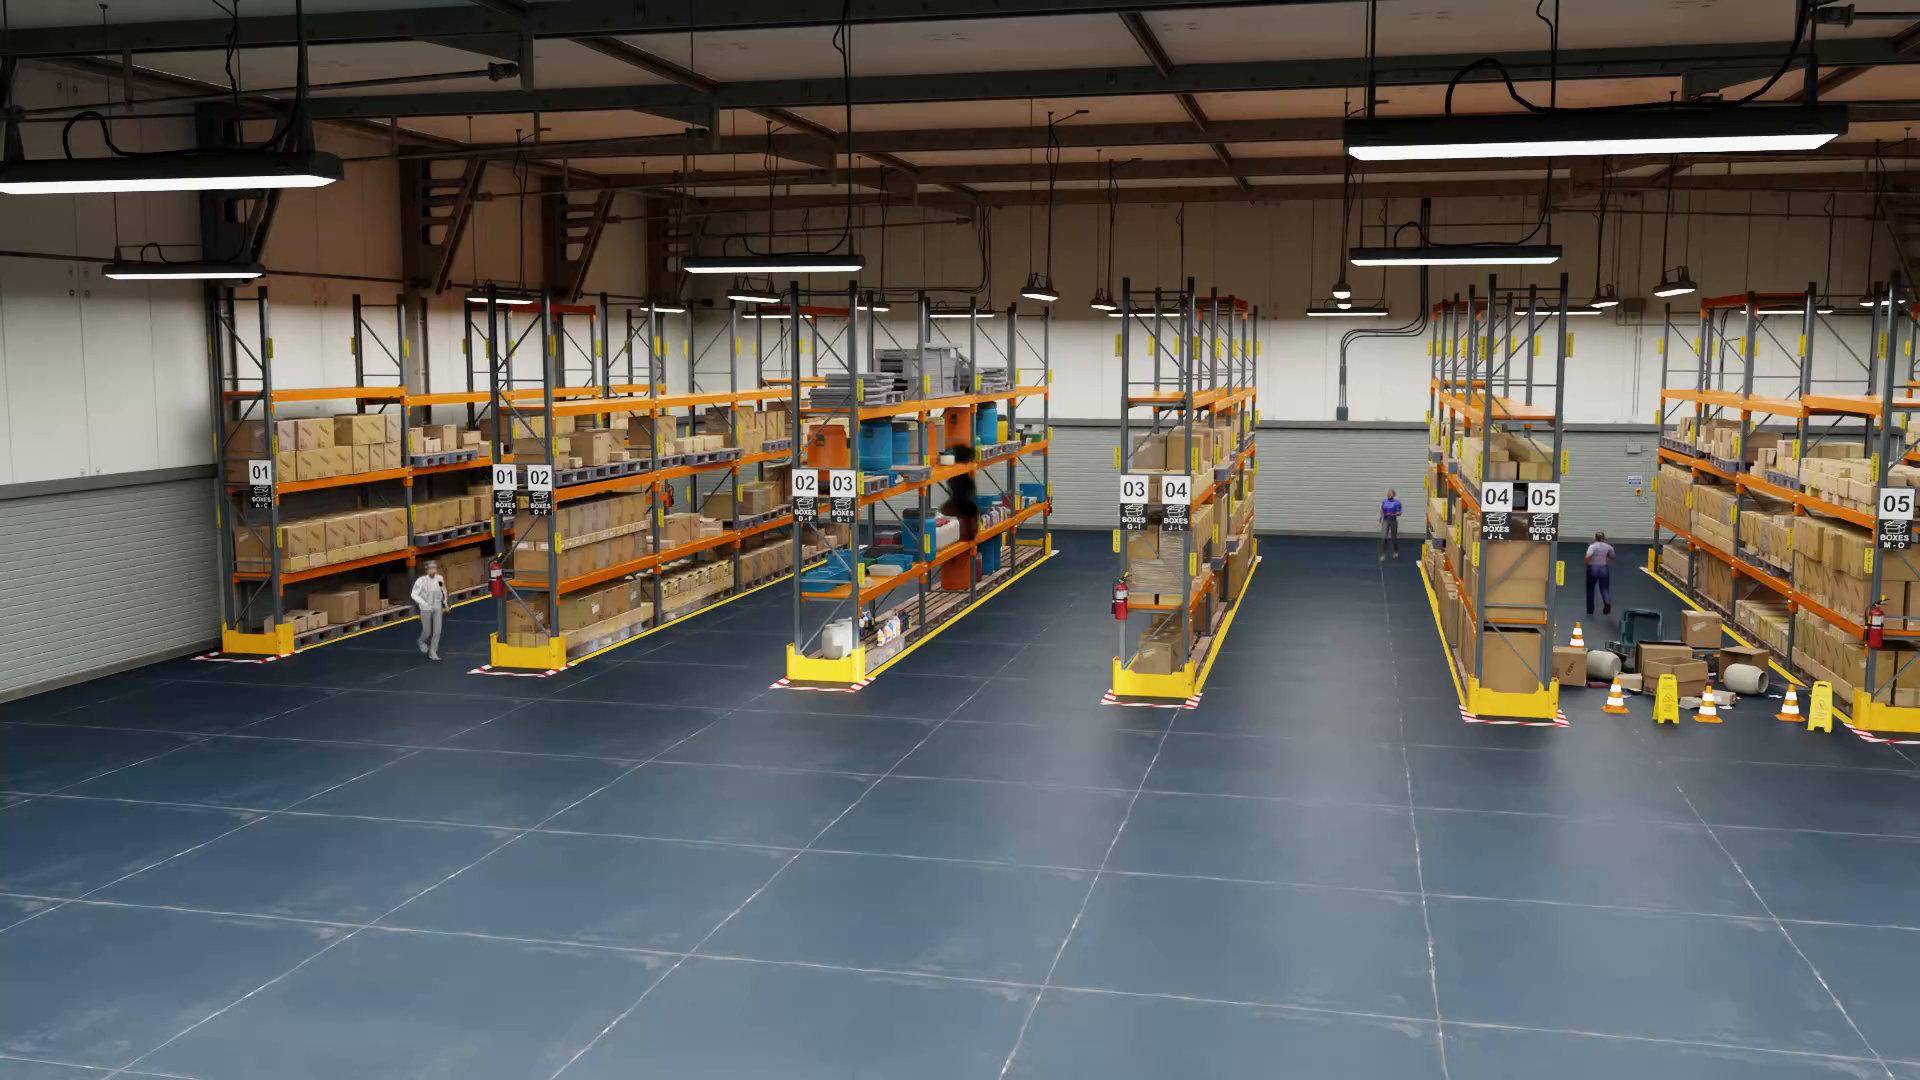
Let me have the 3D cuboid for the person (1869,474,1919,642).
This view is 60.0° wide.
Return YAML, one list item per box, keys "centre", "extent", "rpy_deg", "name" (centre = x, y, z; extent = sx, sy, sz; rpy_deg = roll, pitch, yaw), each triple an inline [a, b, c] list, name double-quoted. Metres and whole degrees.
- centre: [13.974, 0.470, 24.712]
  extent: [4.249, 3.279, 5.346]
  rpy_deg: [0, 7, -4]
  name: "person"

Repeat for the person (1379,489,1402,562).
- centre: [10.213, -0.356, 39.460]
  extent: [0.562, 1.674, 0.823]
  rpy_deg: [4, 8, 29]
  name: "person"

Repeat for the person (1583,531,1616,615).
- centre: [11.928, 0.629, 31.054]
  extent: [0.605, 1.614, 0.861]
  rpy_deg: [1, 7, 7]
  name: "person"

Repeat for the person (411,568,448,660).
- centre: [-8.595, 1.132, 26.944]
  extent: [0.609, 1.606, 0.717]
  rpy_deg: [-4, 8, -33]
  name: "person"

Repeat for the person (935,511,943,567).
- centre: [-0.396, -0.106, 38.483]
  extent: [0.566, 1.450, 1.093]
  rpy_deg: [5, 8, 37]
  name: "person"
